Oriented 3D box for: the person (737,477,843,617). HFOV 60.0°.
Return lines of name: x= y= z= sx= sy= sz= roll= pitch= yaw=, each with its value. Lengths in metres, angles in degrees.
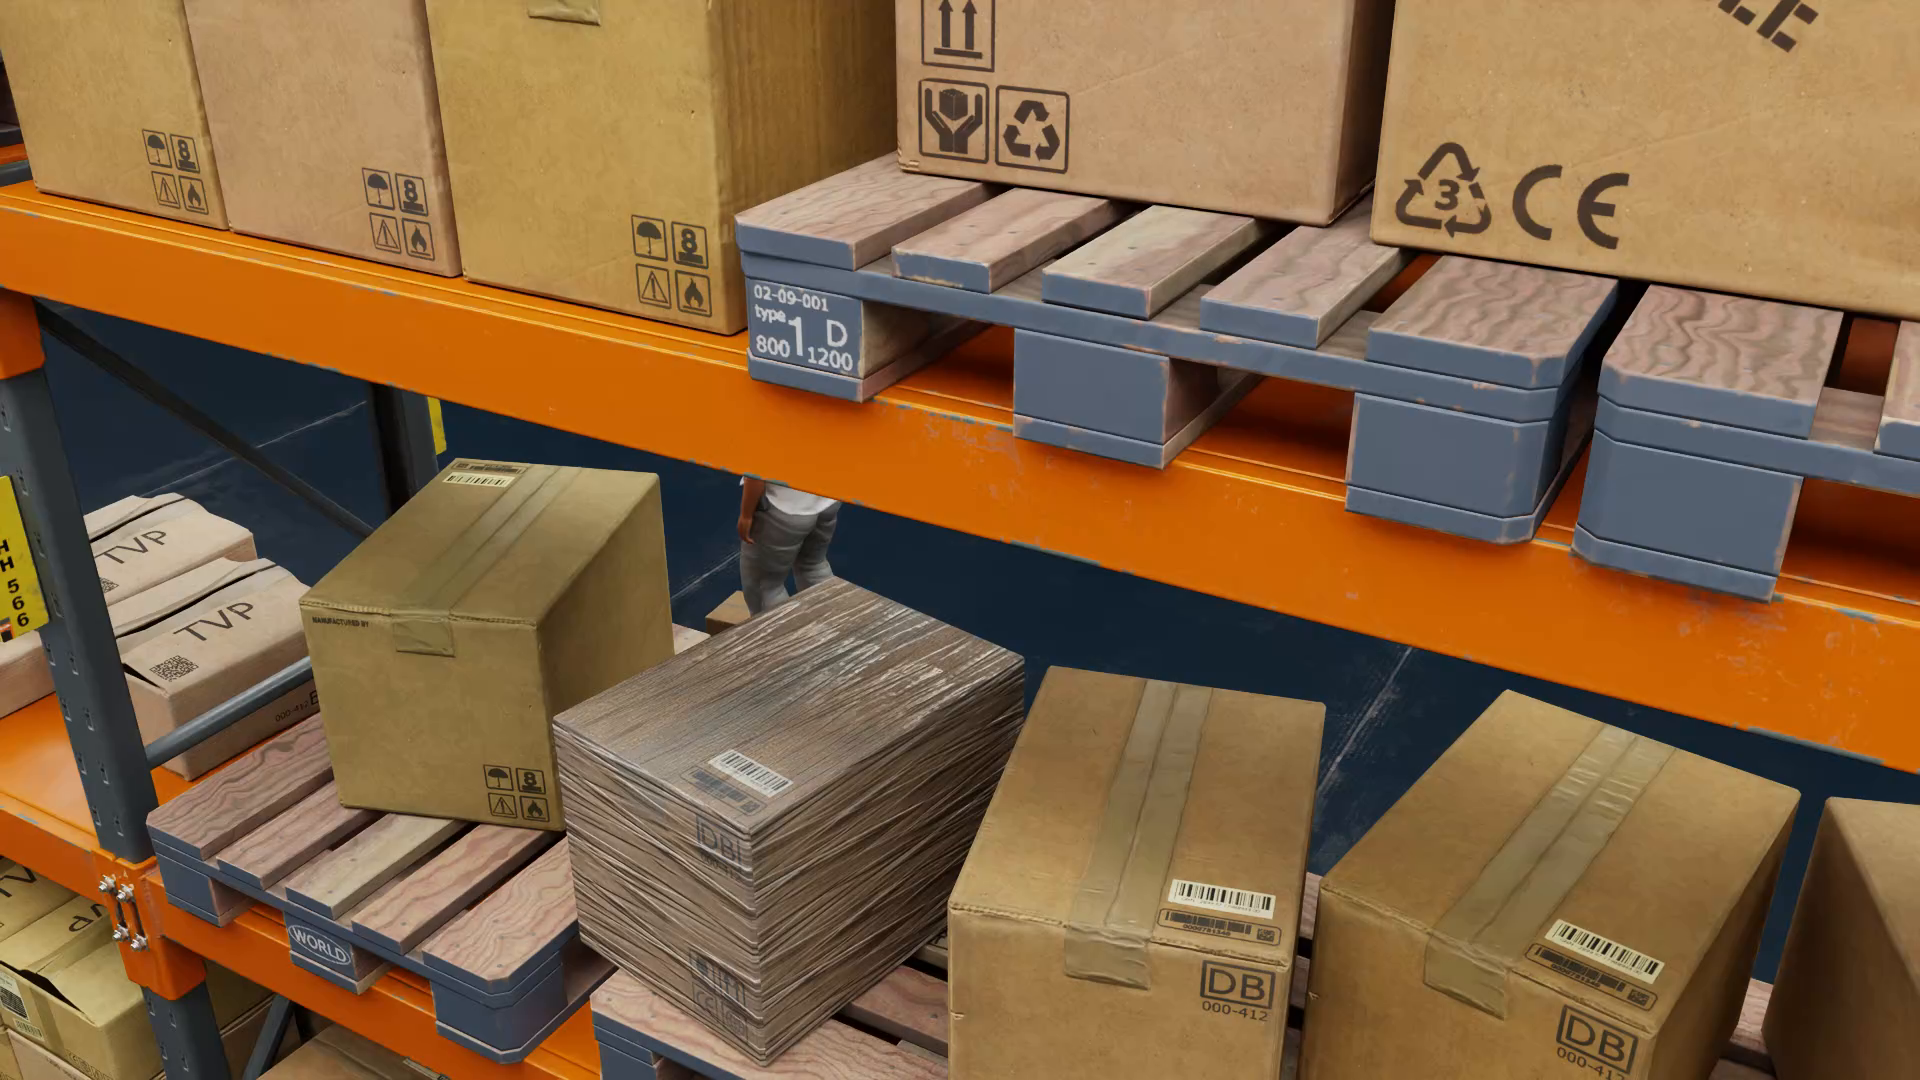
person: x=-0.688 y=-0.186 z=6.479 sx=0.471 sy=1.666 sz=0.553 roll=14 pitch=30 yaw=25
